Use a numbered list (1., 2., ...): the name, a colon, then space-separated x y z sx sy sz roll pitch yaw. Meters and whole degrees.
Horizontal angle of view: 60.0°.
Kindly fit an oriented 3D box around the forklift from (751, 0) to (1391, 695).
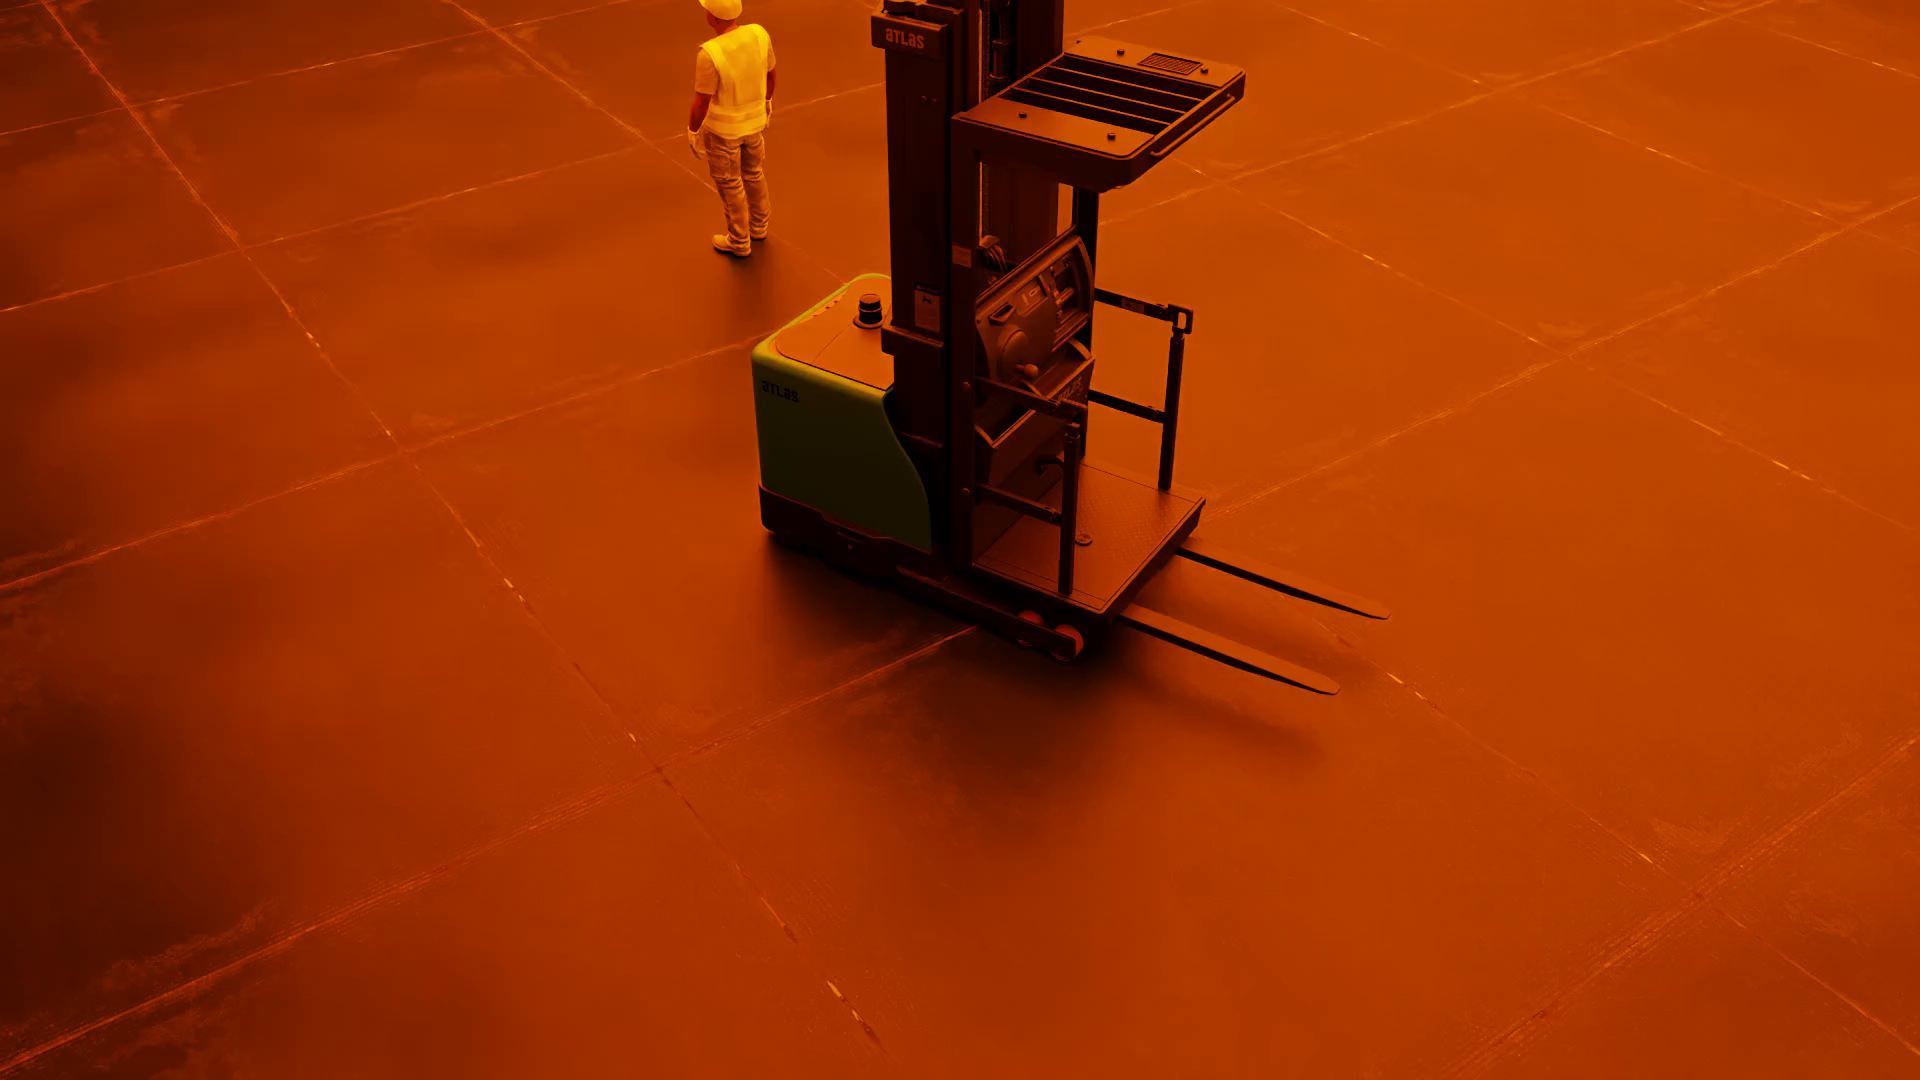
1. forklift: 0.514 -0.985 7.276 3.031 2.935 1.130 21 41 26

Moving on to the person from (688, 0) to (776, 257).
1. person: -1.474 -2.645 10.475 0.575 1.785 0.656 30 46 34
